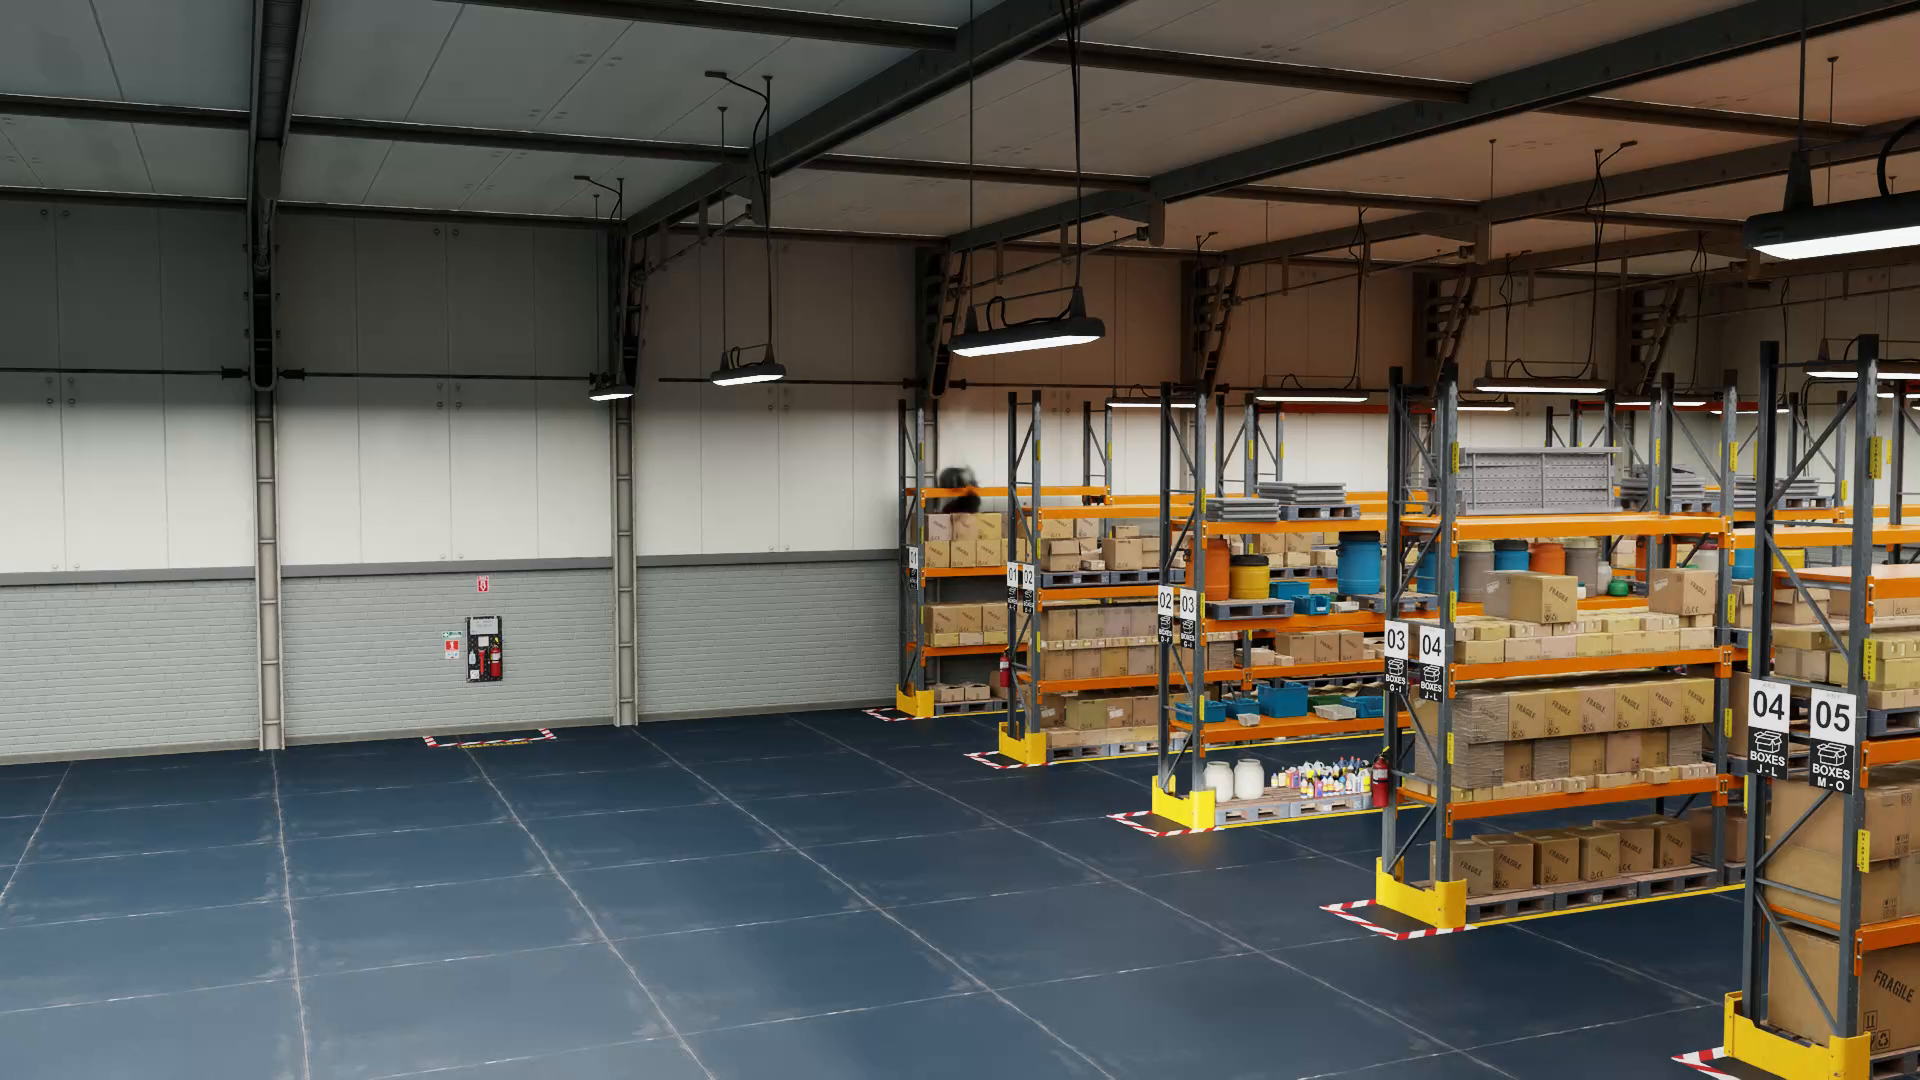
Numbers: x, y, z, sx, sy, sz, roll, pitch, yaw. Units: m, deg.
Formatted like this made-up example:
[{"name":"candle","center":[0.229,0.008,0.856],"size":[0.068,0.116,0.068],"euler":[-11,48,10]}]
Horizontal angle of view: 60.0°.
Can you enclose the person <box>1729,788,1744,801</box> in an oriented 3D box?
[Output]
[{"name":"person","center":[11.240,2.957,23.987],"size":[0.525,1.604,0.573],"euler":[-2,4,-33]}]
